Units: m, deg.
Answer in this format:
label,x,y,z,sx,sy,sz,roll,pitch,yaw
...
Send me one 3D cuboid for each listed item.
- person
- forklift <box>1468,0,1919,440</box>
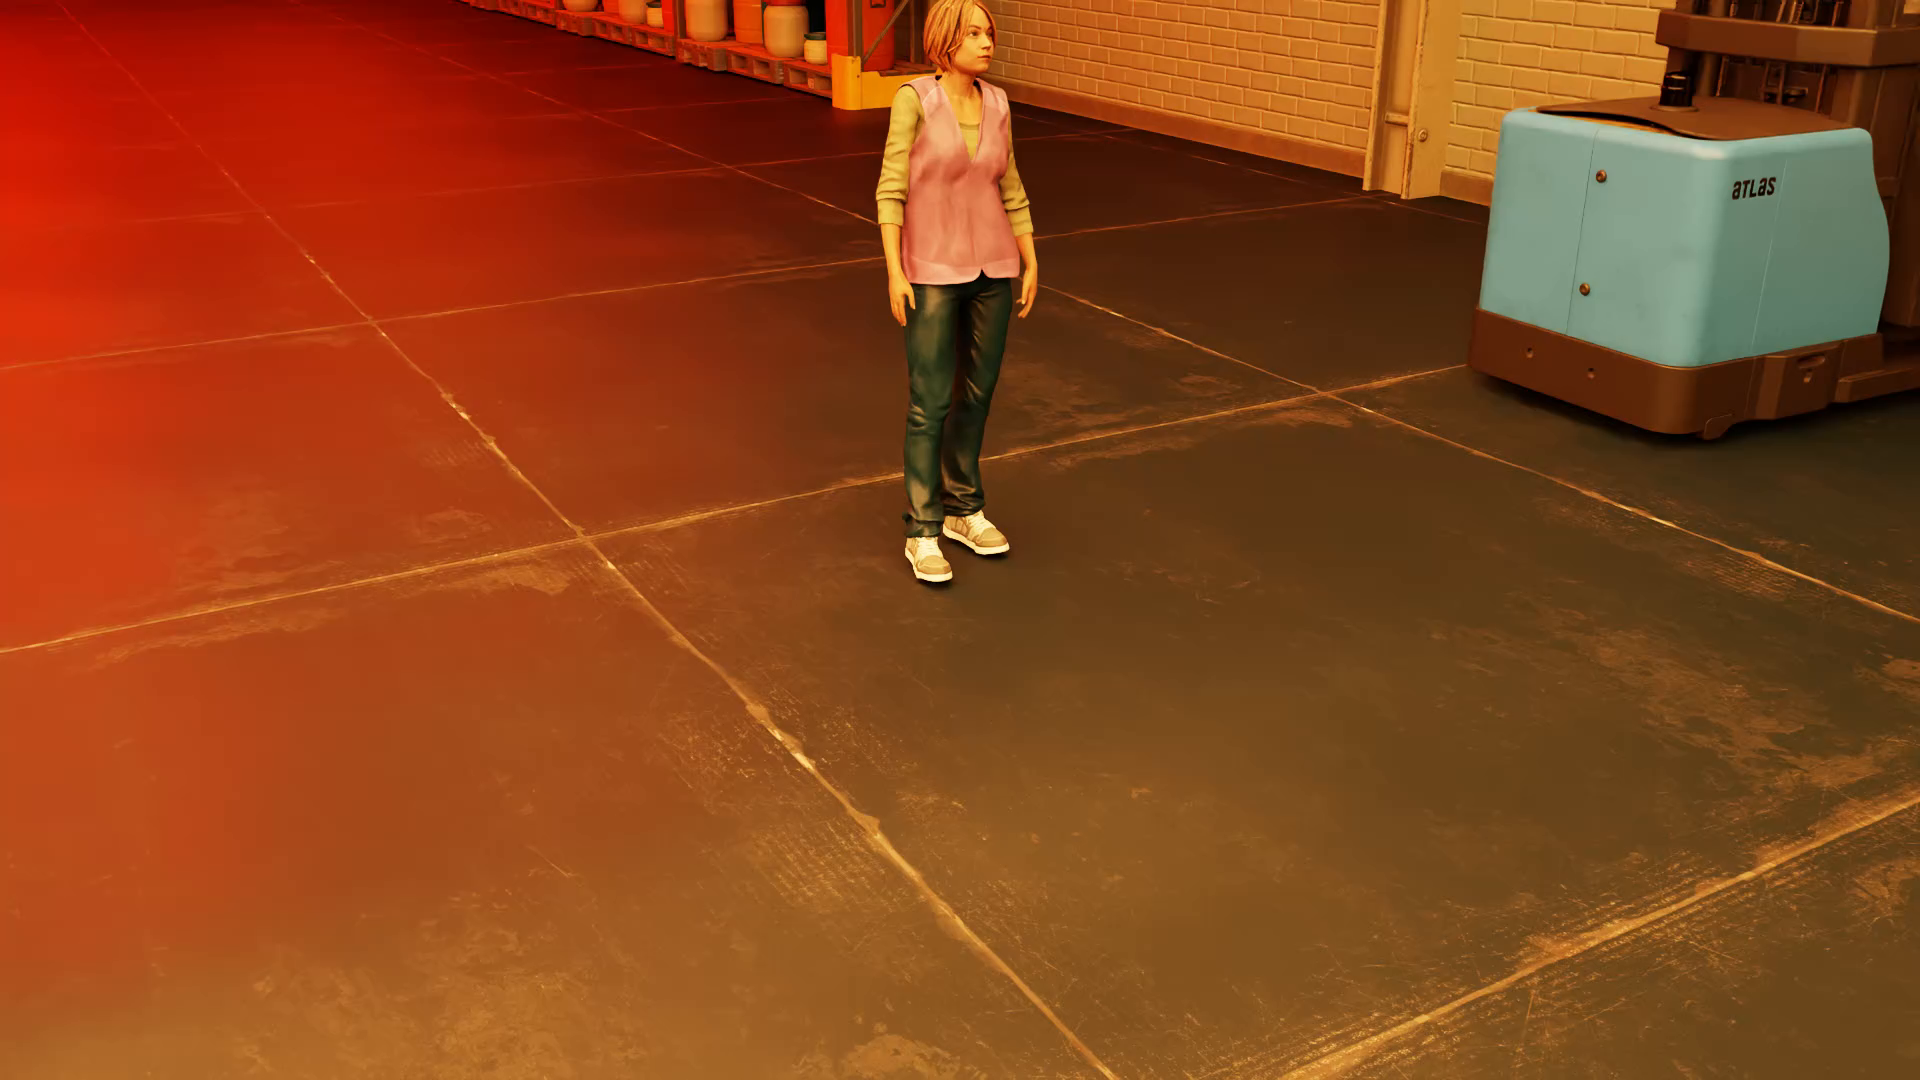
label,x,y,z,sx,sy,sz,roll,pitch,yaw
person,0.026,-0.718,4.763,0.521,1.599,0.473,-12,25,-28
forklift,3.576,-2.090,6.367,3.031,2.935,1.130,-11,25,-25
